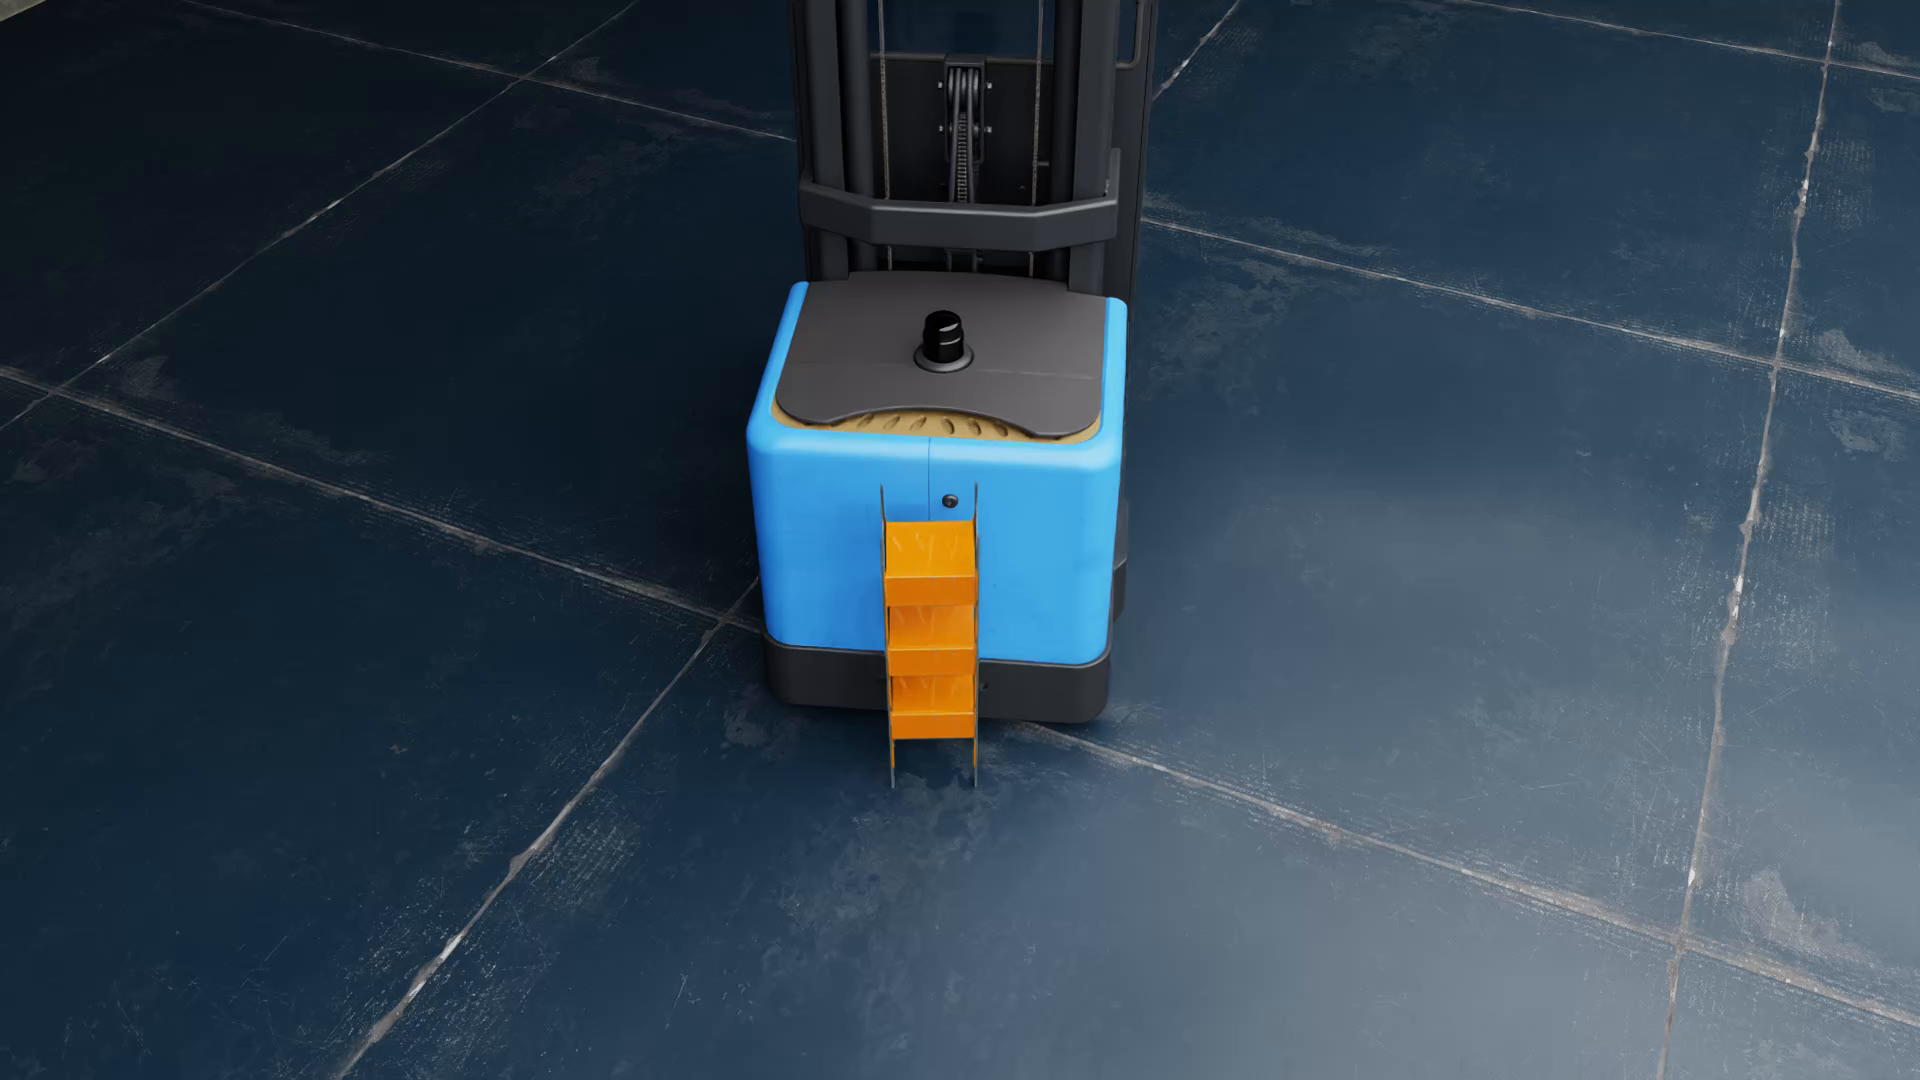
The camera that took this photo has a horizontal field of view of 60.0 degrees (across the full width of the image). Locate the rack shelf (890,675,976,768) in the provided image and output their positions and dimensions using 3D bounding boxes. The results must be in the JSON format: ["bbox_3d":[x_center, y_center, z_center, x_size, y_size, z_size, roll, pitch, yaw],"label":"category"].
[{"bbox_3d":[-0.079,0.494,4.805,0.240,0.259,0.215,-1,46,-1],"label":"rack shelf"}]

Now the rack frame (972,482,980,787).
[{"bbox_3d":[0.044,0.290,4.602,0.008,1.050,0.200,-1,46,-1],"label":"rack frame"}]

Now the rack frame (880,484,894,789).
[{"bbox_3d":[-0.200,0.294,4.597,0.008,1.050,0.200,-1,46,-1],"label":"rack frame"}]

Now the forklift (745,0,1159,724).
[{"bbox_3d":[0.060,-1.514,5.259,1.130,2.935,3.031,4,41,4],"label":"forklift"}]

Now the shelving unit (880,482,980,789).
[{"bbox_3d":[-0.078,0.292,4.600,0.252,1.050,0.215,-1,46,-1],"label":"shelving unit"}]

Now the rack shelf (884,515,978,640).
[{"bbox_3d":[-0.078,0.100,4.405,0.240,0.259,0.215,-1,46,-1],"label":"rack shelf"}]

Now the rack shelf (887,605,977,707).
[{"bbox_3d":[-0.078,0.299,4.607,0.240,0.259,0.215,-1,46,-1],"label":"rack shelf"}]
